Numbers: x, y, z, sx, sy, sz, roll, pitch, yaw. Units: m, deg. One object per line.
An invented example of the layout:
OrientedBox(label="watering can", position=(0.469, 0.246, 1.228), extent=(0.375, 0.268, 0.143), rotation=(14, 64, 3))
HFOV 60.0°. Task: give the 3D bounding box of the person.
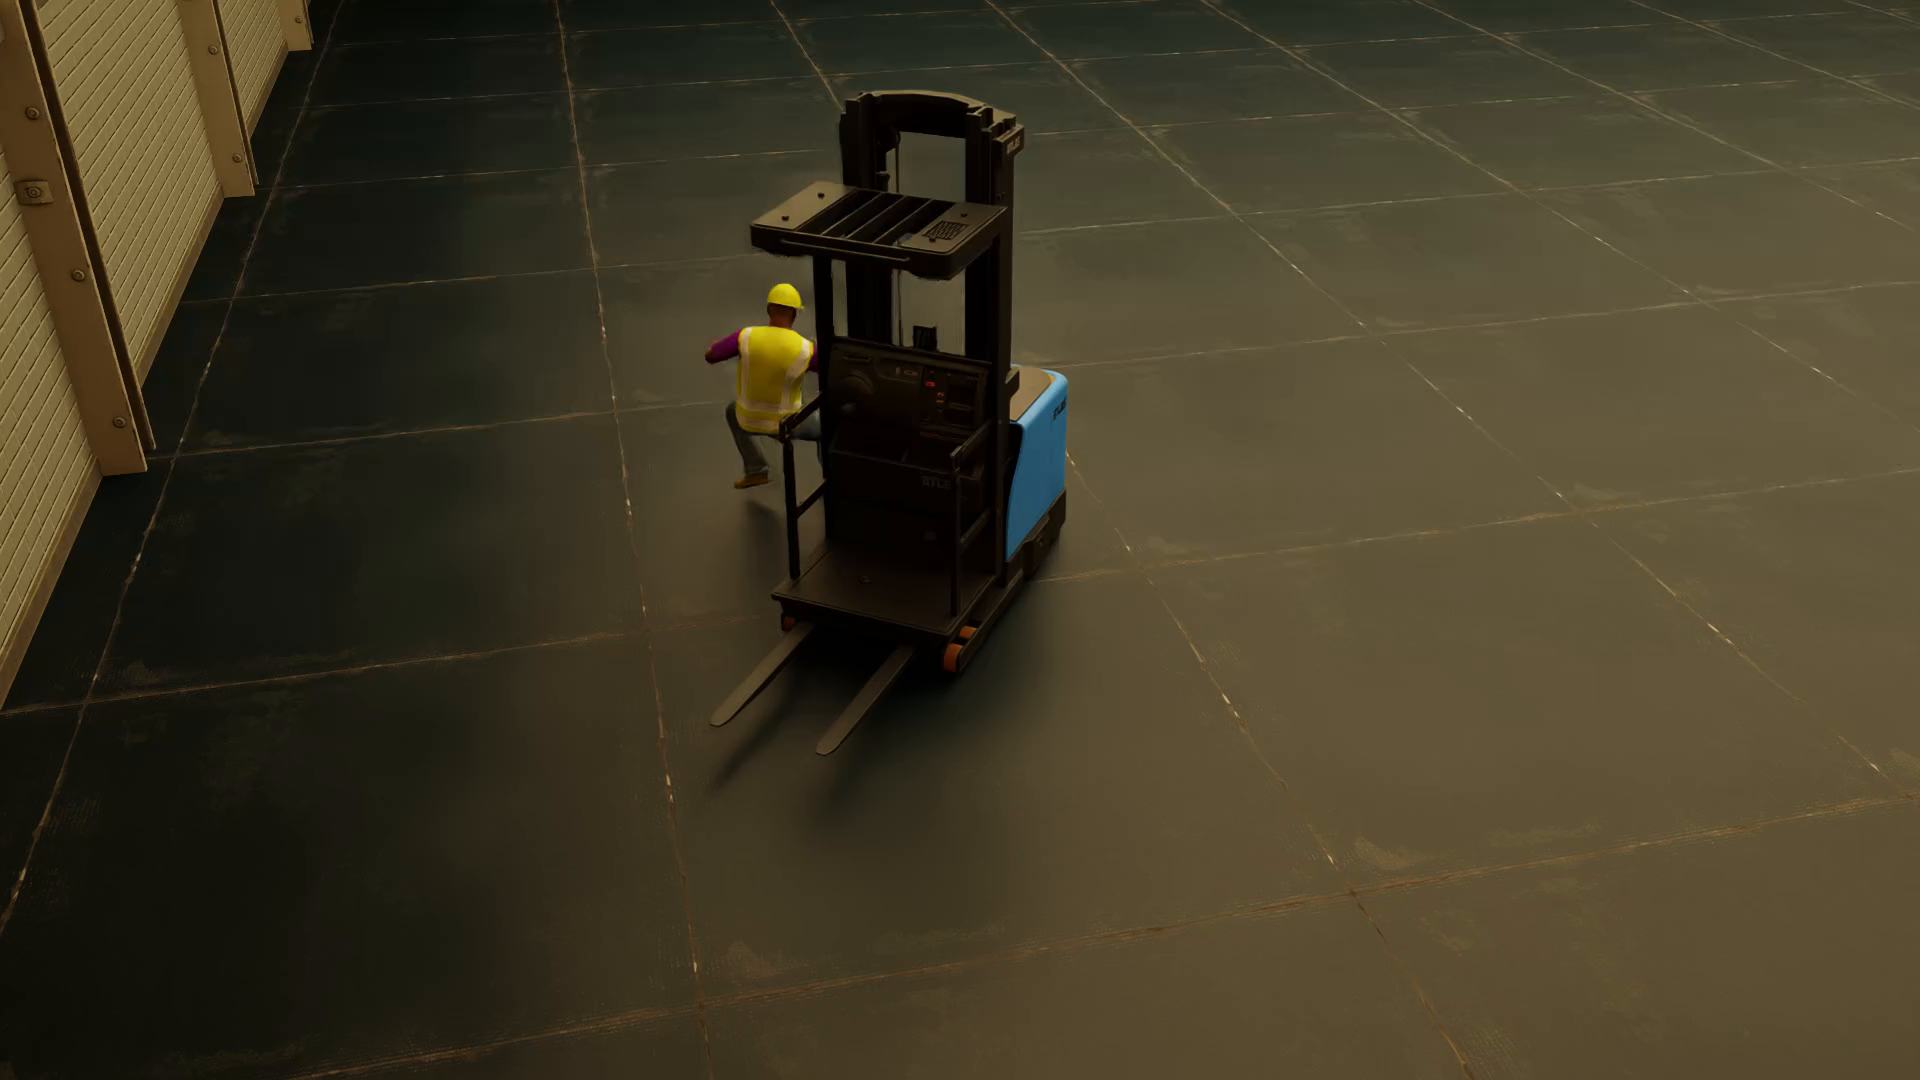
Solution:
OrientedBox(label="person", position=(-1.159, -0.941, 10.613), extent=(0.971, 1.569, 0.796), rotation=(4, 30, 7))

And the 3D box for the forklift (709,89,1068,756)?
OrientedBox(label="forklift", position=(-0.375, -0.772, 8.908), extent=(1.130, 2.935, 3.031), rotation=(12, 32, 20))
